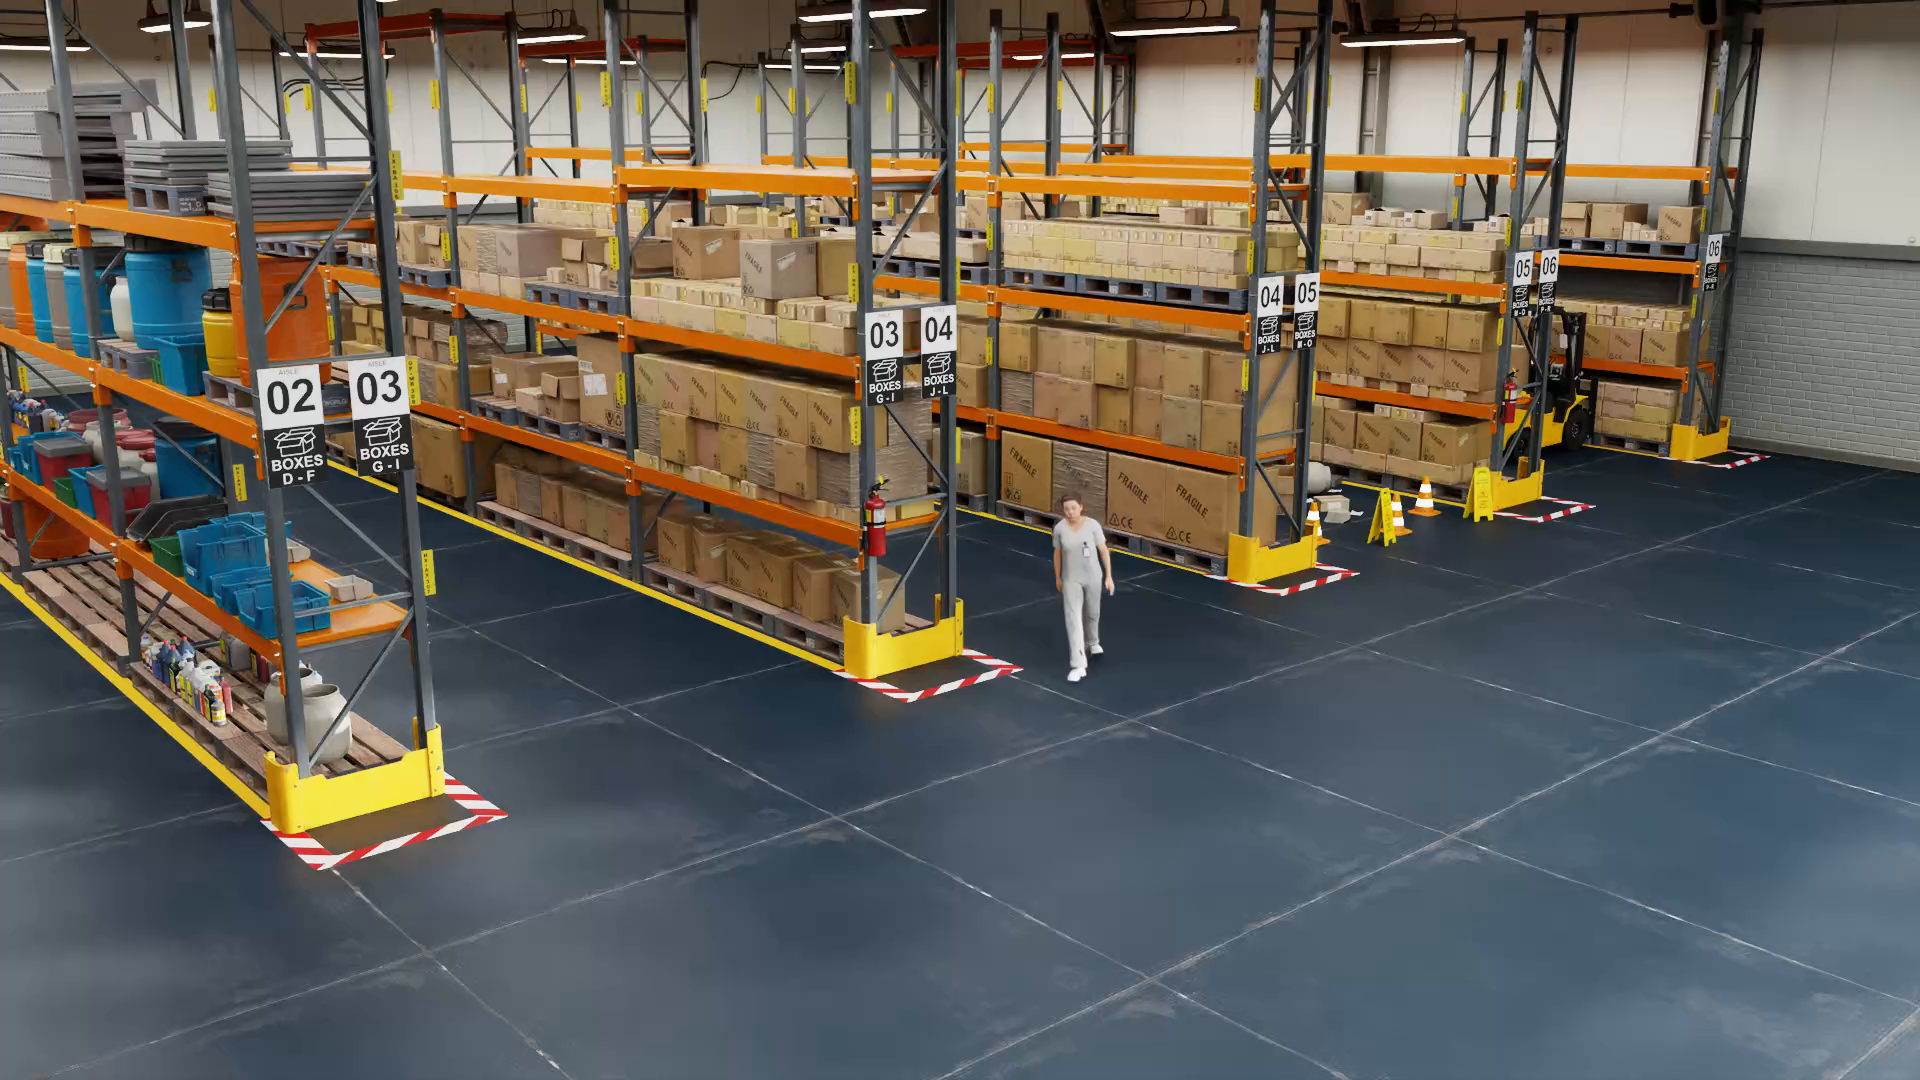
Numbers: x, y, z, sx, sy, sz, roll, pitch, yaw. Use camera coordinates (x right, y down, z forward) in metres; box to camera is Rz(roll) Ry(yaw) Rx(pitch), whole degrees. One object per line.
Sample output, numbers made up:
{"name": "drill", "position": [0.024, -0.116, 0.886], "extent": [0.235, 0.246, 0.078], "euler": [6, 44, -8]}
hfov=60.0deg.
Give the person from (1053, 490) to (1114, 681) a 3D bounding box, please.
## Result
{"name": "person", "position": [1.086, 0.350, 14.648], "extent": [0.527, 1.606, 1.008], "euler": [-1, 14, -2]}
